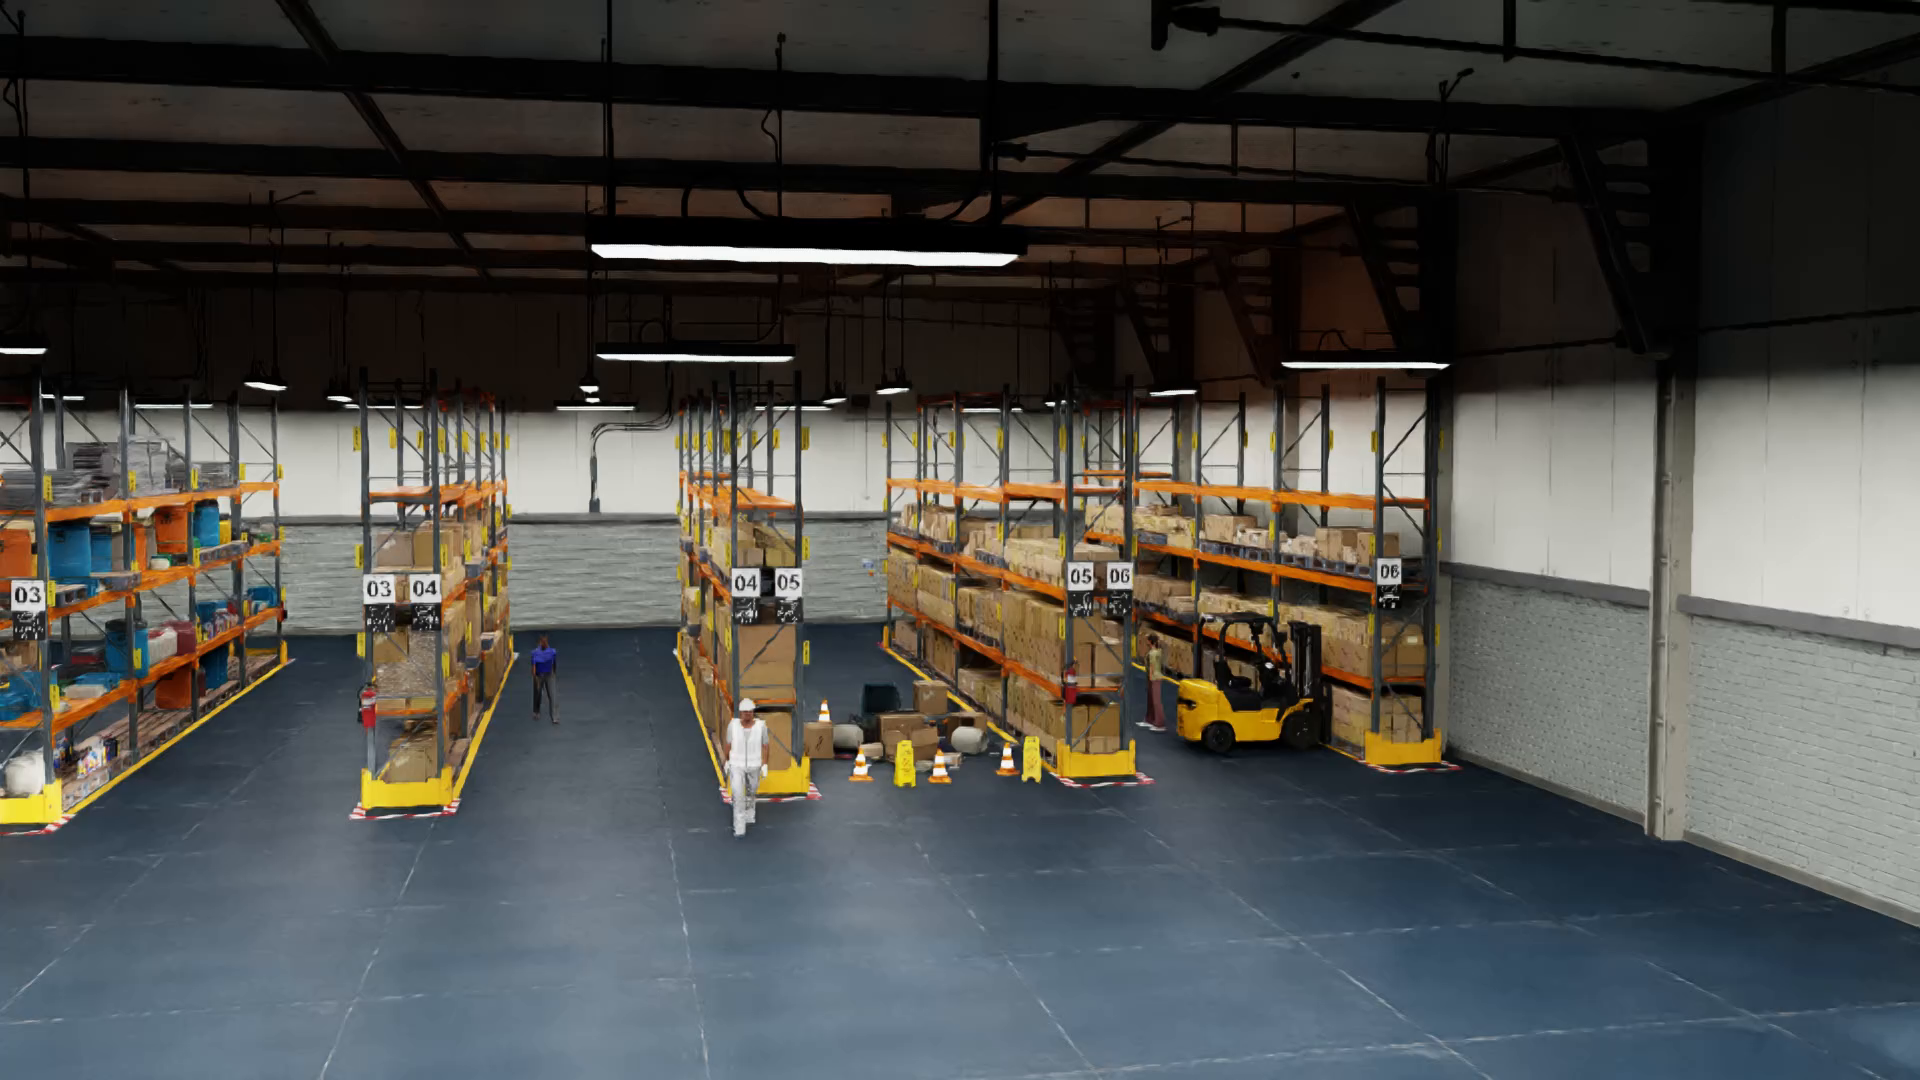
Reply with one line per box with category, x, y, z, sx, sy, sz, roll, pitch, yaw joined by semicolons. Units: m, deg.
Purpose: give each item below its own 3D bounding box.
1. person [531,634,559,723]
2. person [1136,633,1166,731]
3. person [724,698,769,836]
person;-7.394;2.438;29.540;0.470;1.571;1.060;-1;4;-21
person;3.319;2.437;28.813;0.569;1.665;0.560;1;4;19
person;-2.714;2.864;21.255;0.564;1.704;1.112;-1;3;-14
